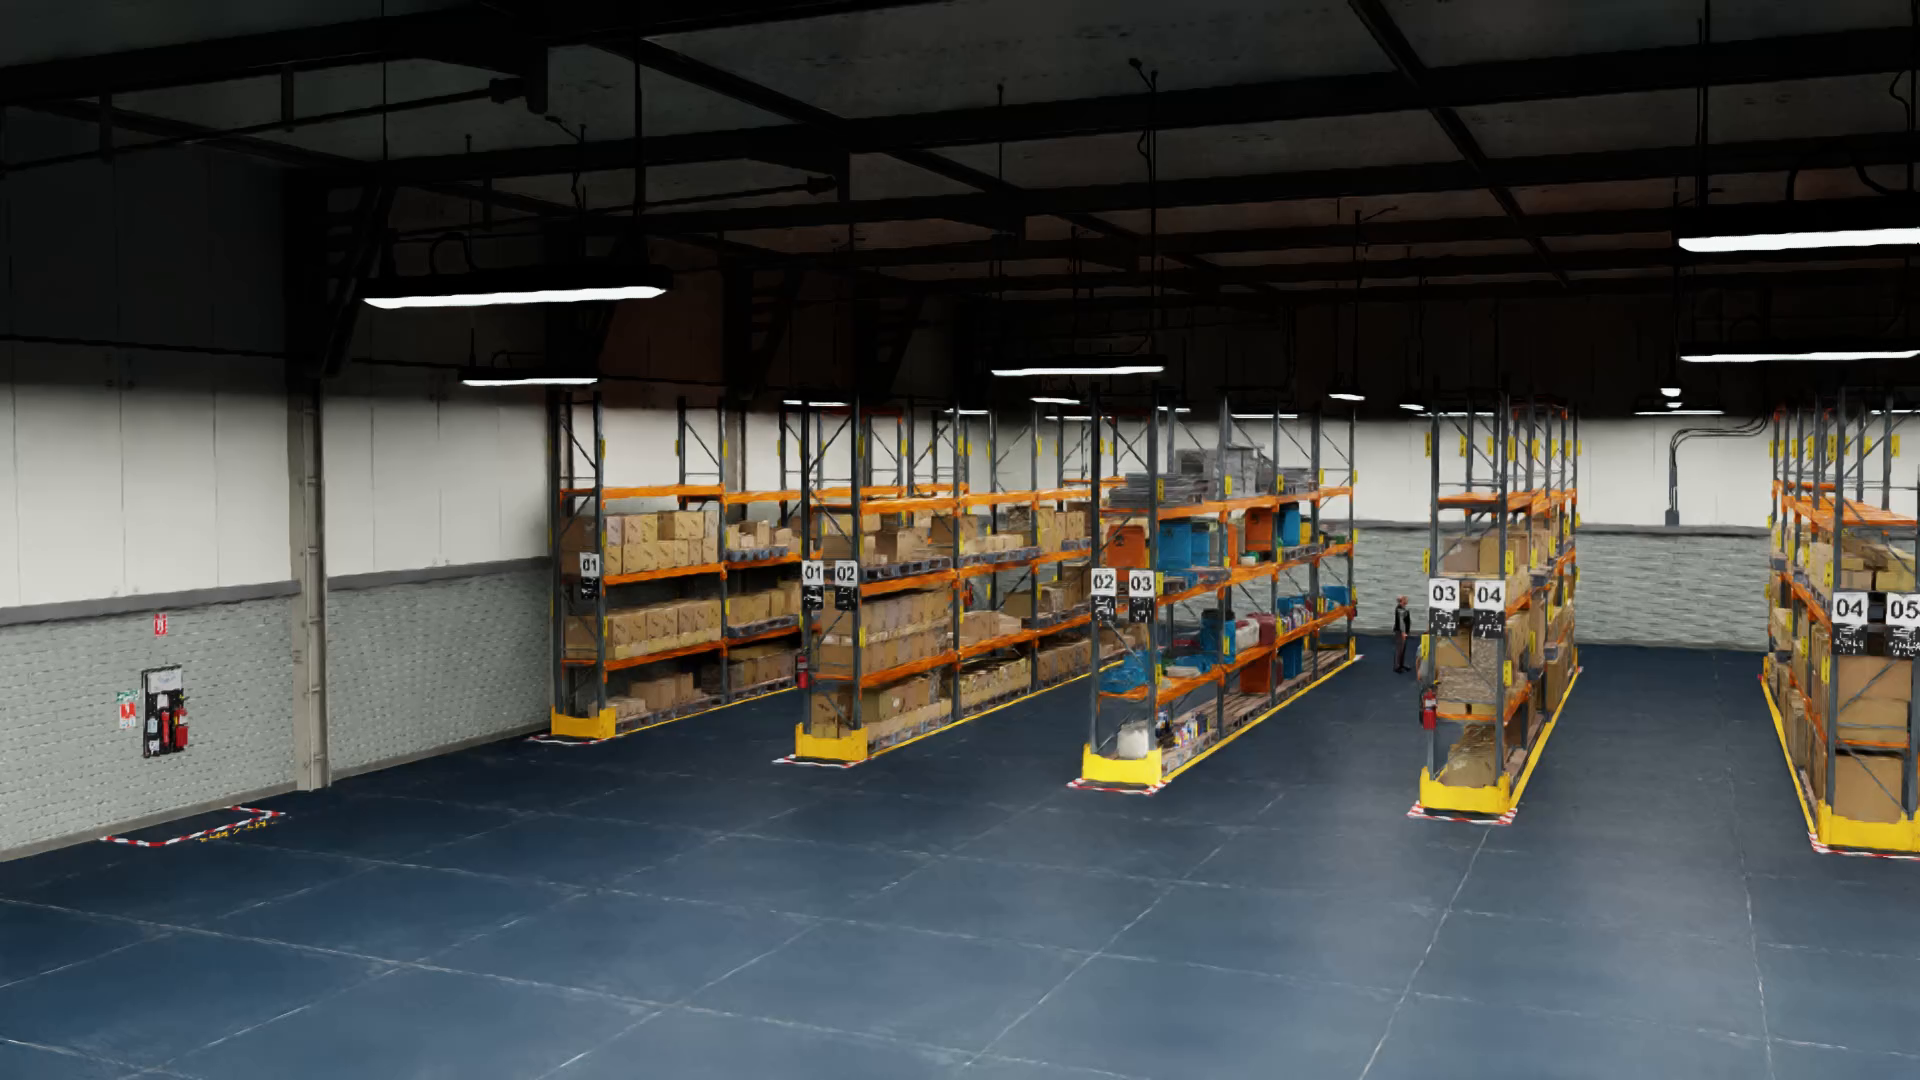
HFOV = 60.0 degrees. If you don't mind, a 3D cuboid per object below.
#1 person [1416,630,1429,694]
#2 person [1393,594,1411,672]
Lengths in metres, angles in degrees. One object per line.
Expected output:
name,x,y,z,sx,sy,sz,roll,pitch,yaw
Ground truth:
person,8.763,2.469,31.156,0.446,1.590,1.110,2,4,26
person,9.882,2.066,37.185,0.360,1.727,0.649,1,3,15
